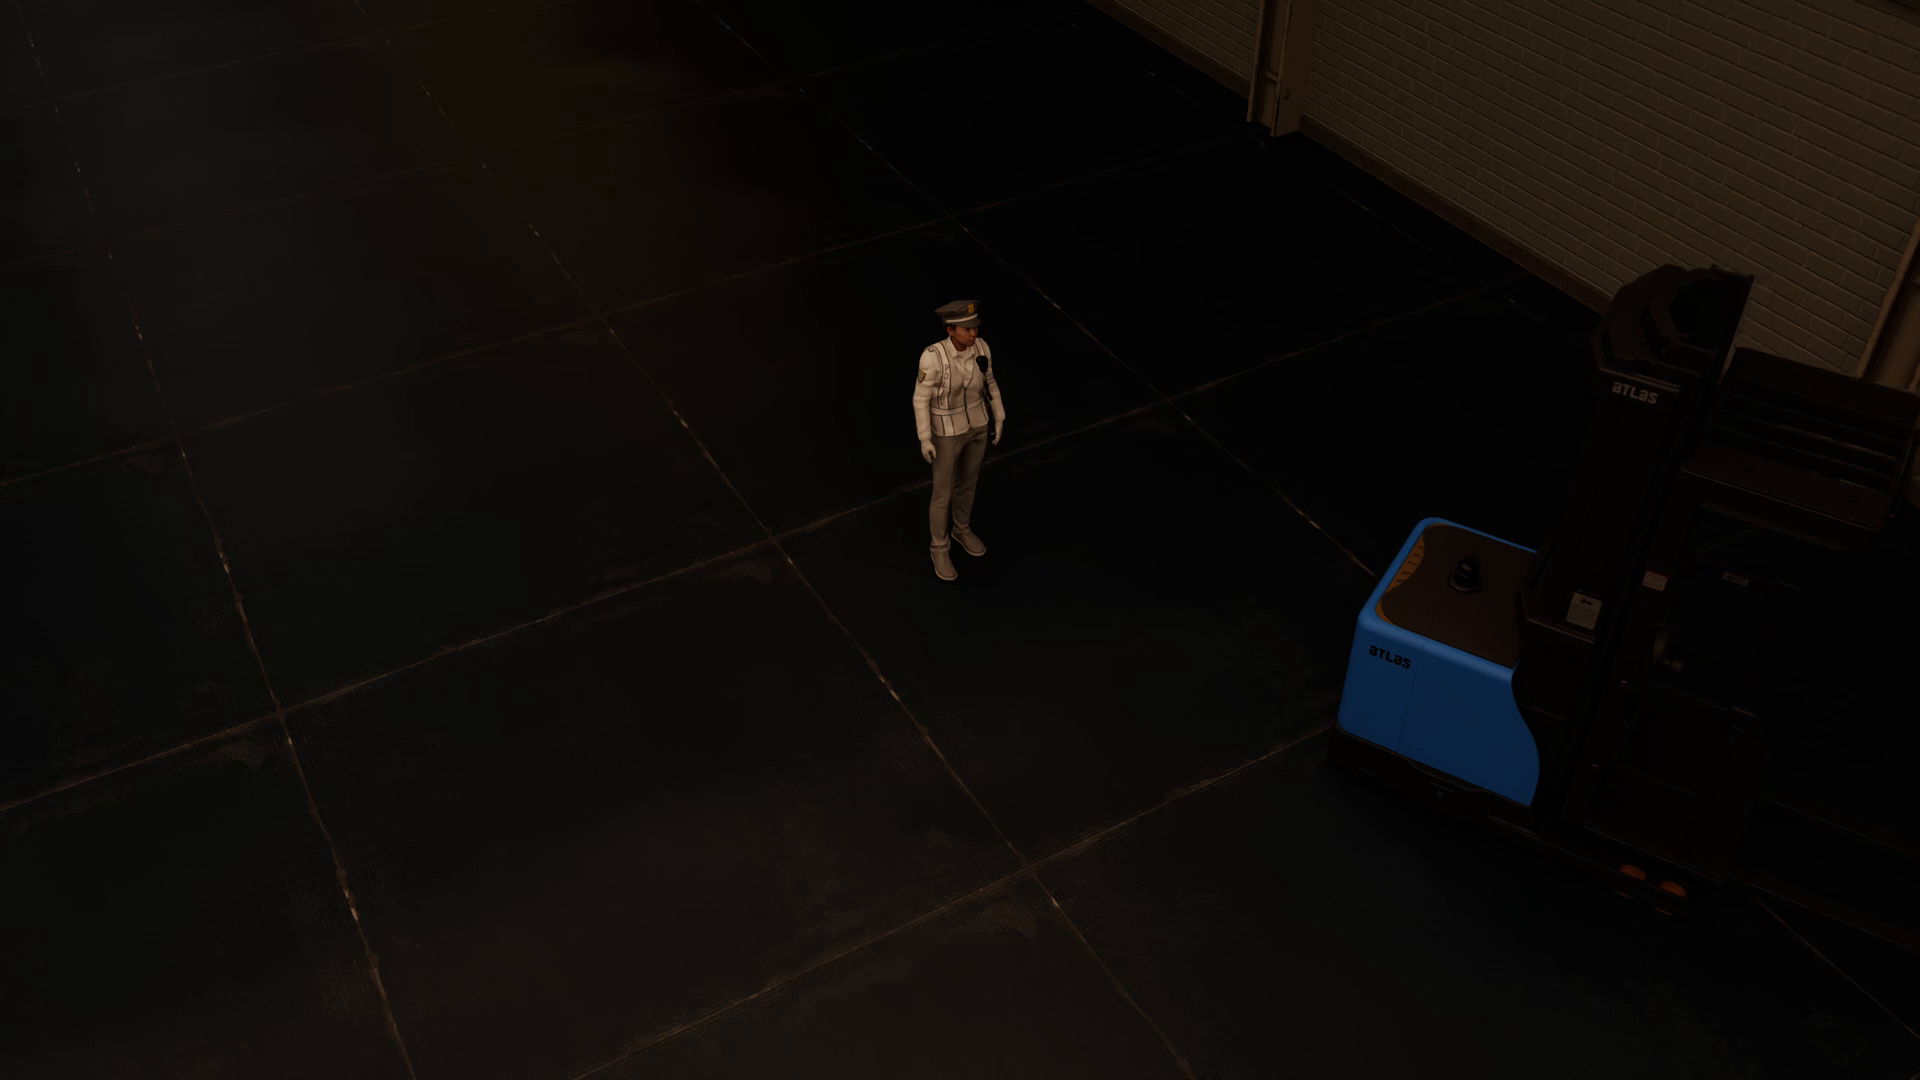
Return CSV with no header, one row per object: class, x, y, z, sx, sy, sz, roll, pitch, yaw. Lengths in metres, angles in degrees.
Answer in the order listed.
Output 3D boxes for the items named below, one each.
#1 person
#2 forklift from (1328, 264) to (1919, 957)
person,0.029,-0.618,9.738,0.587,1.695,0.531,-20,44,-23
forklift,3.482,0.311,7.661,3.031,2.935,1.130,22,44,24
